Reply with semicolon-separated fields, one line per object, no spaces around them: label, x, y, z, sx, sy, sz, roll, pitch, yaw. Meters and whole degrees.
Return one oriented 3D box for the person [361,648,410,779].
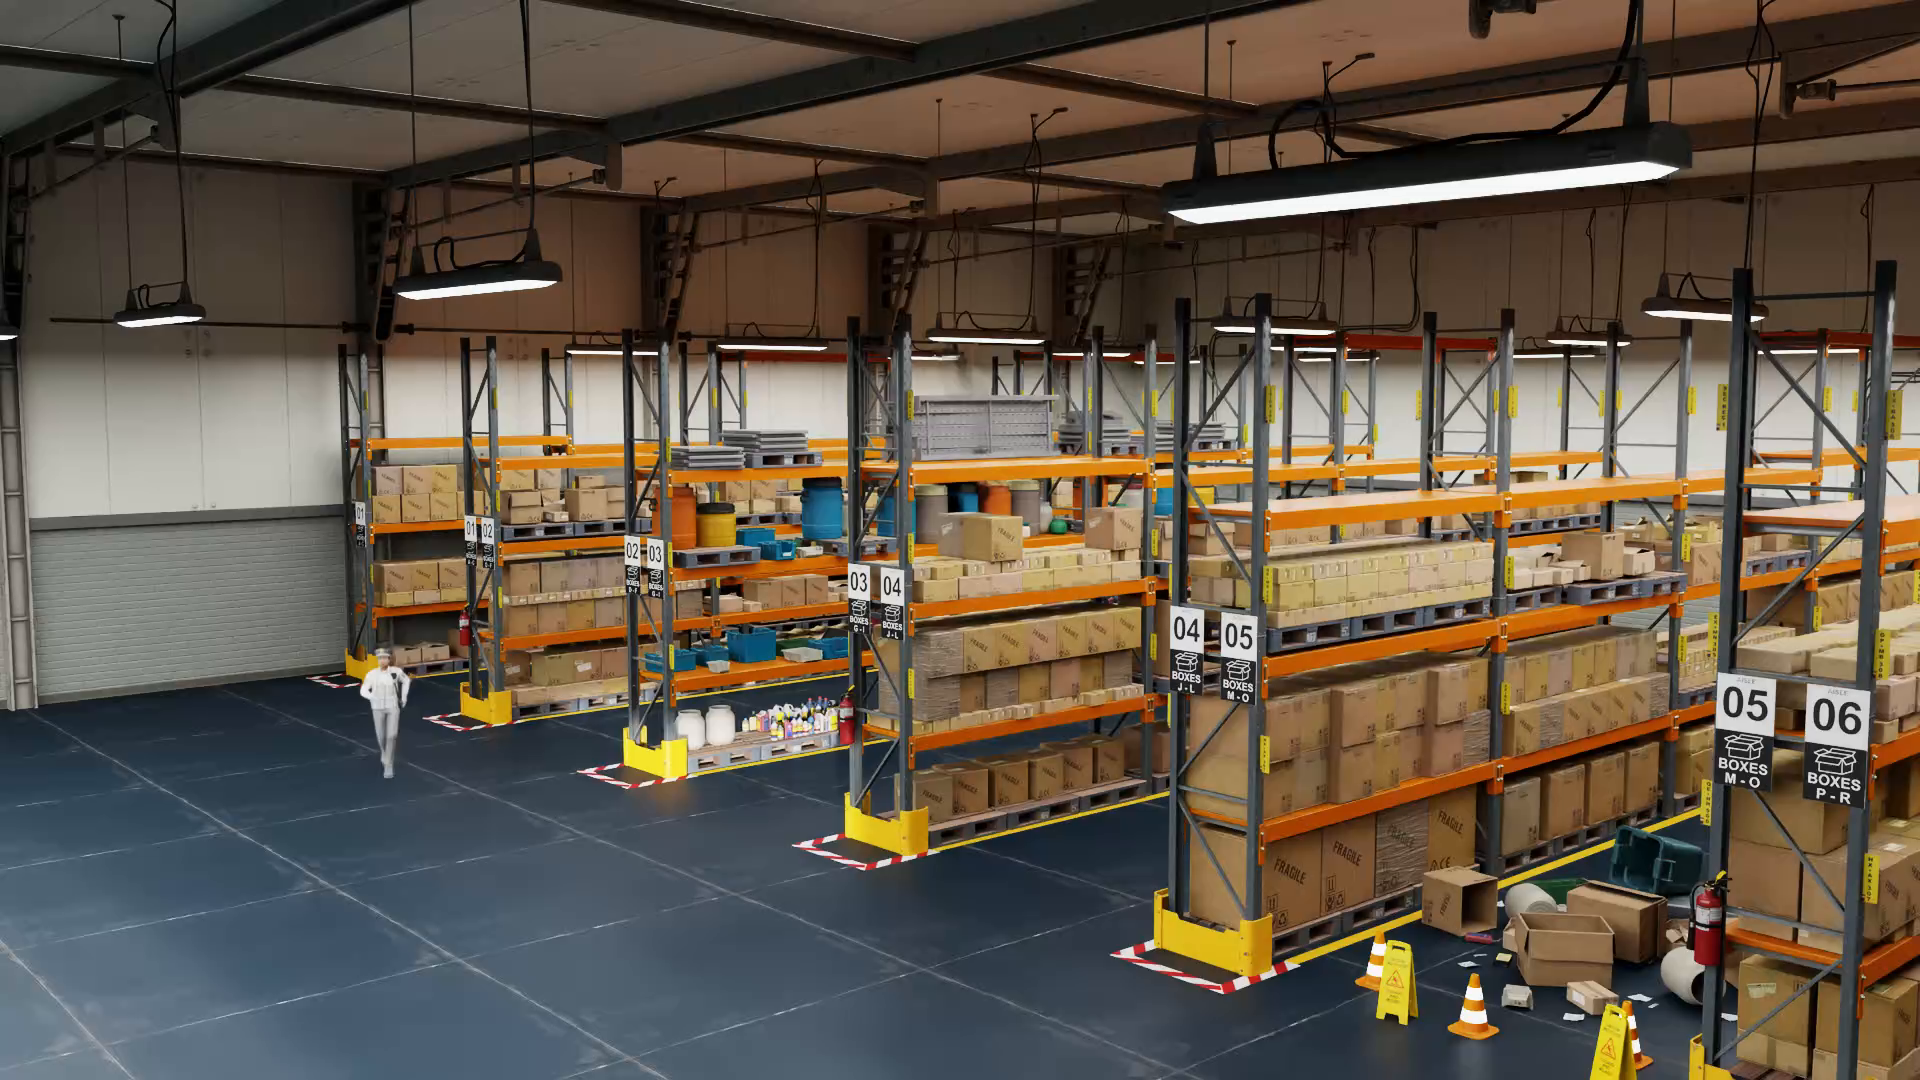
person;-7.779;2.301;22.527;0.625;1.711;0.934;-1;5;-14
